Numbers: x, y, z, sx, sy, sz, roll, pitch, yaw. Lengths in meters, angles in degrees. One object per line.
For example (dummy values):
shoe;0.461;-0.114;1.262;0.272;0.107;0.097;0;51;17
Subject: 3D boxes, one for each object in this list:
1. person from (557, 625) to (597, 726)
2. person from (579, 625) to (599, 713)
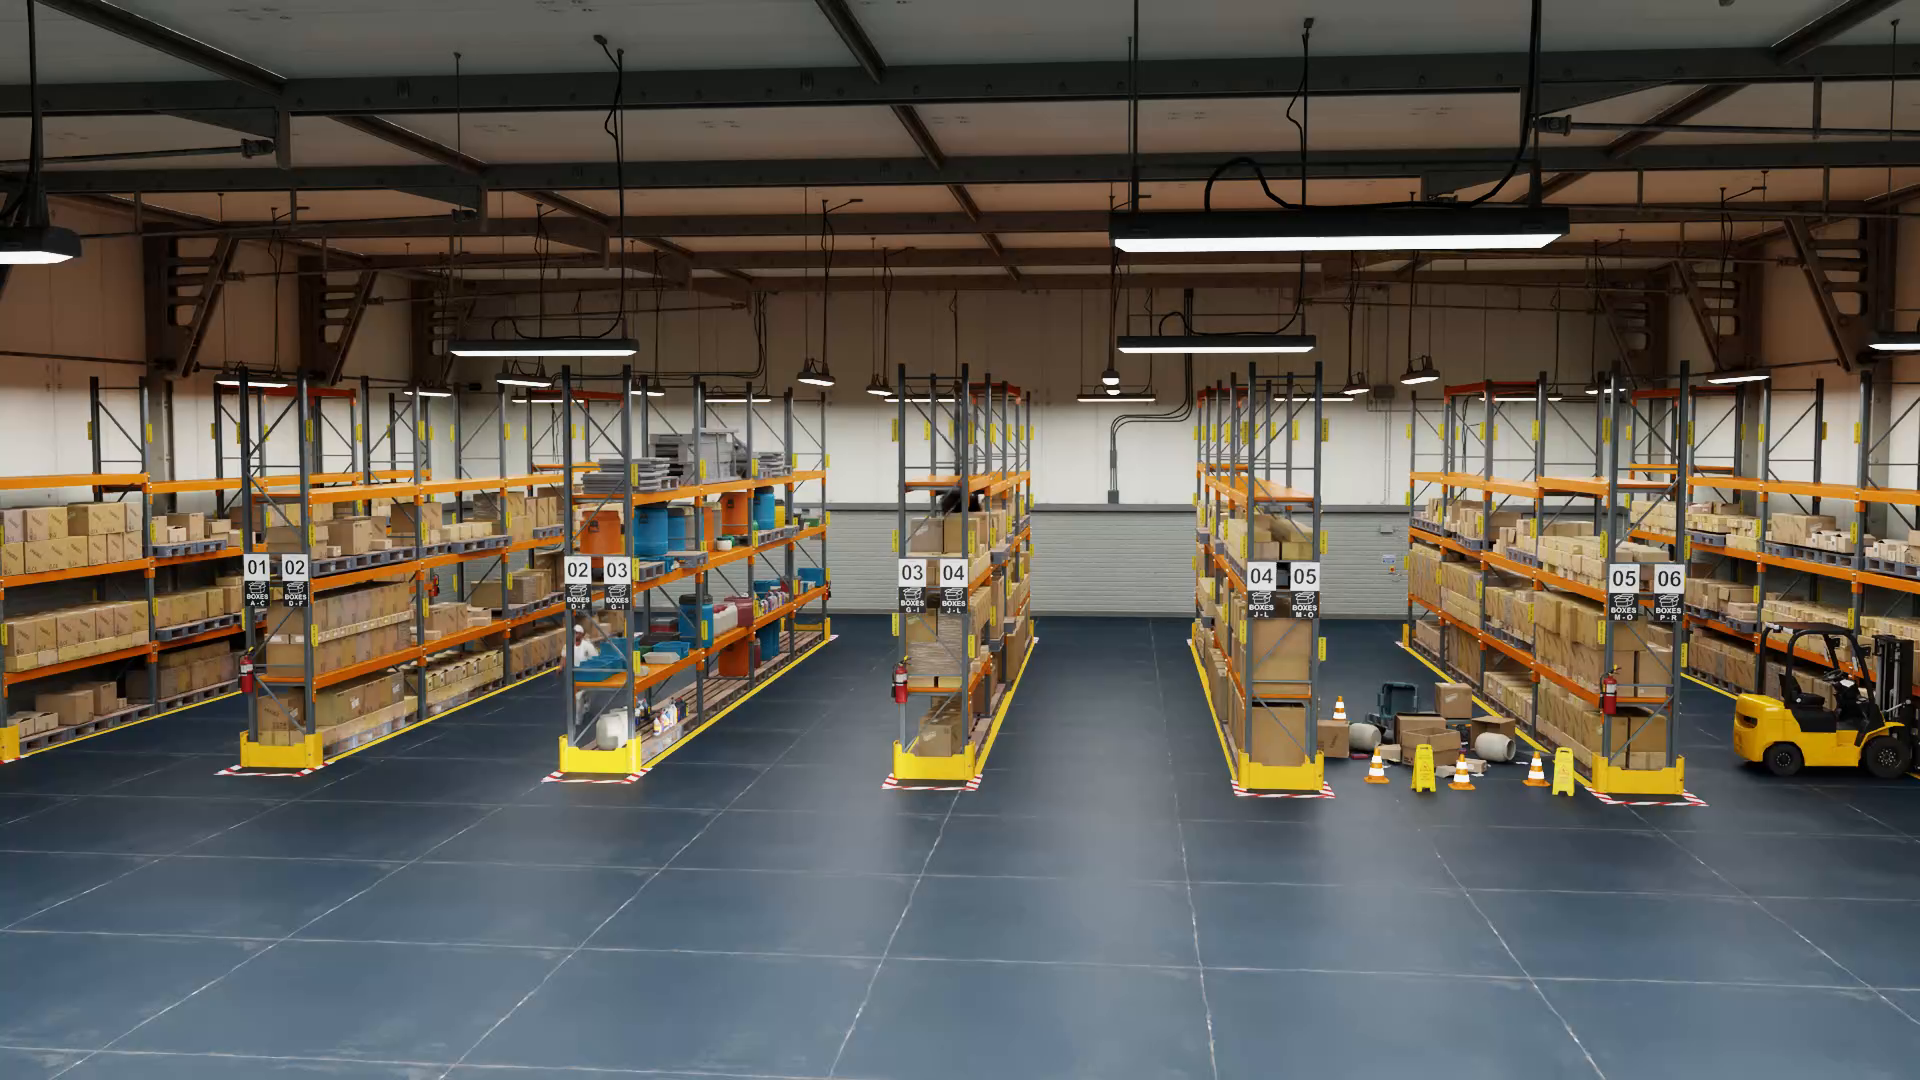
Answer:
person;-6.571;2.316;28.560;0.710;1.719;0.593;1;4;12
person;-6.757;2.297;29.626;0.510;1.570;0.636;1;4;8
